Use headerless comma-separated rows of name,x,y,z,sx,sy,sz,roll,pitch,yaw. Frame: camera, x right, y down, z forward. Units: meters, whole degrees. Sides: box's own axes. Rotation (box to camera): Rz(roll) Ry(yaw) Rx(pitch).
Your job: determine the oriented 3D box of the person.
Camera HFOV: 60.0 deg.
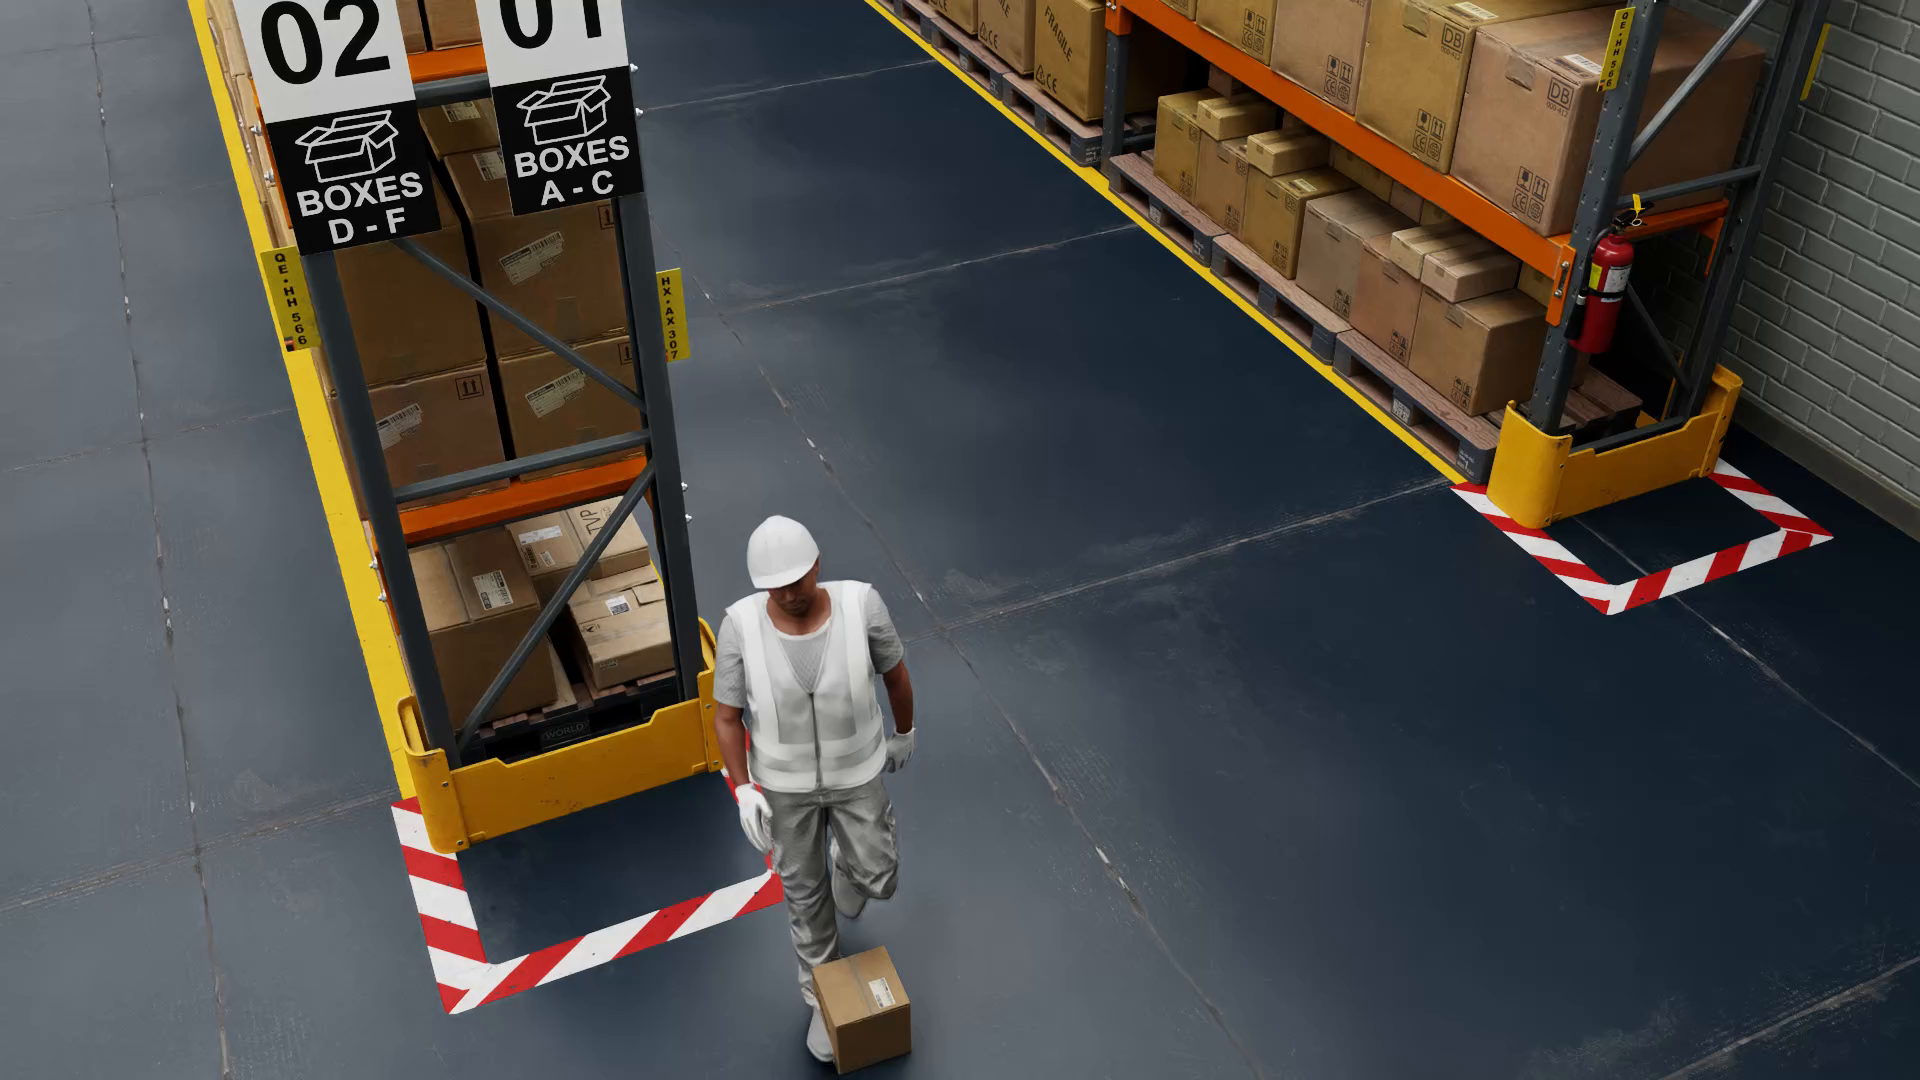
person,-0.425,0.767,5.124,0.620,1.742,0.771,-5,37,-6
